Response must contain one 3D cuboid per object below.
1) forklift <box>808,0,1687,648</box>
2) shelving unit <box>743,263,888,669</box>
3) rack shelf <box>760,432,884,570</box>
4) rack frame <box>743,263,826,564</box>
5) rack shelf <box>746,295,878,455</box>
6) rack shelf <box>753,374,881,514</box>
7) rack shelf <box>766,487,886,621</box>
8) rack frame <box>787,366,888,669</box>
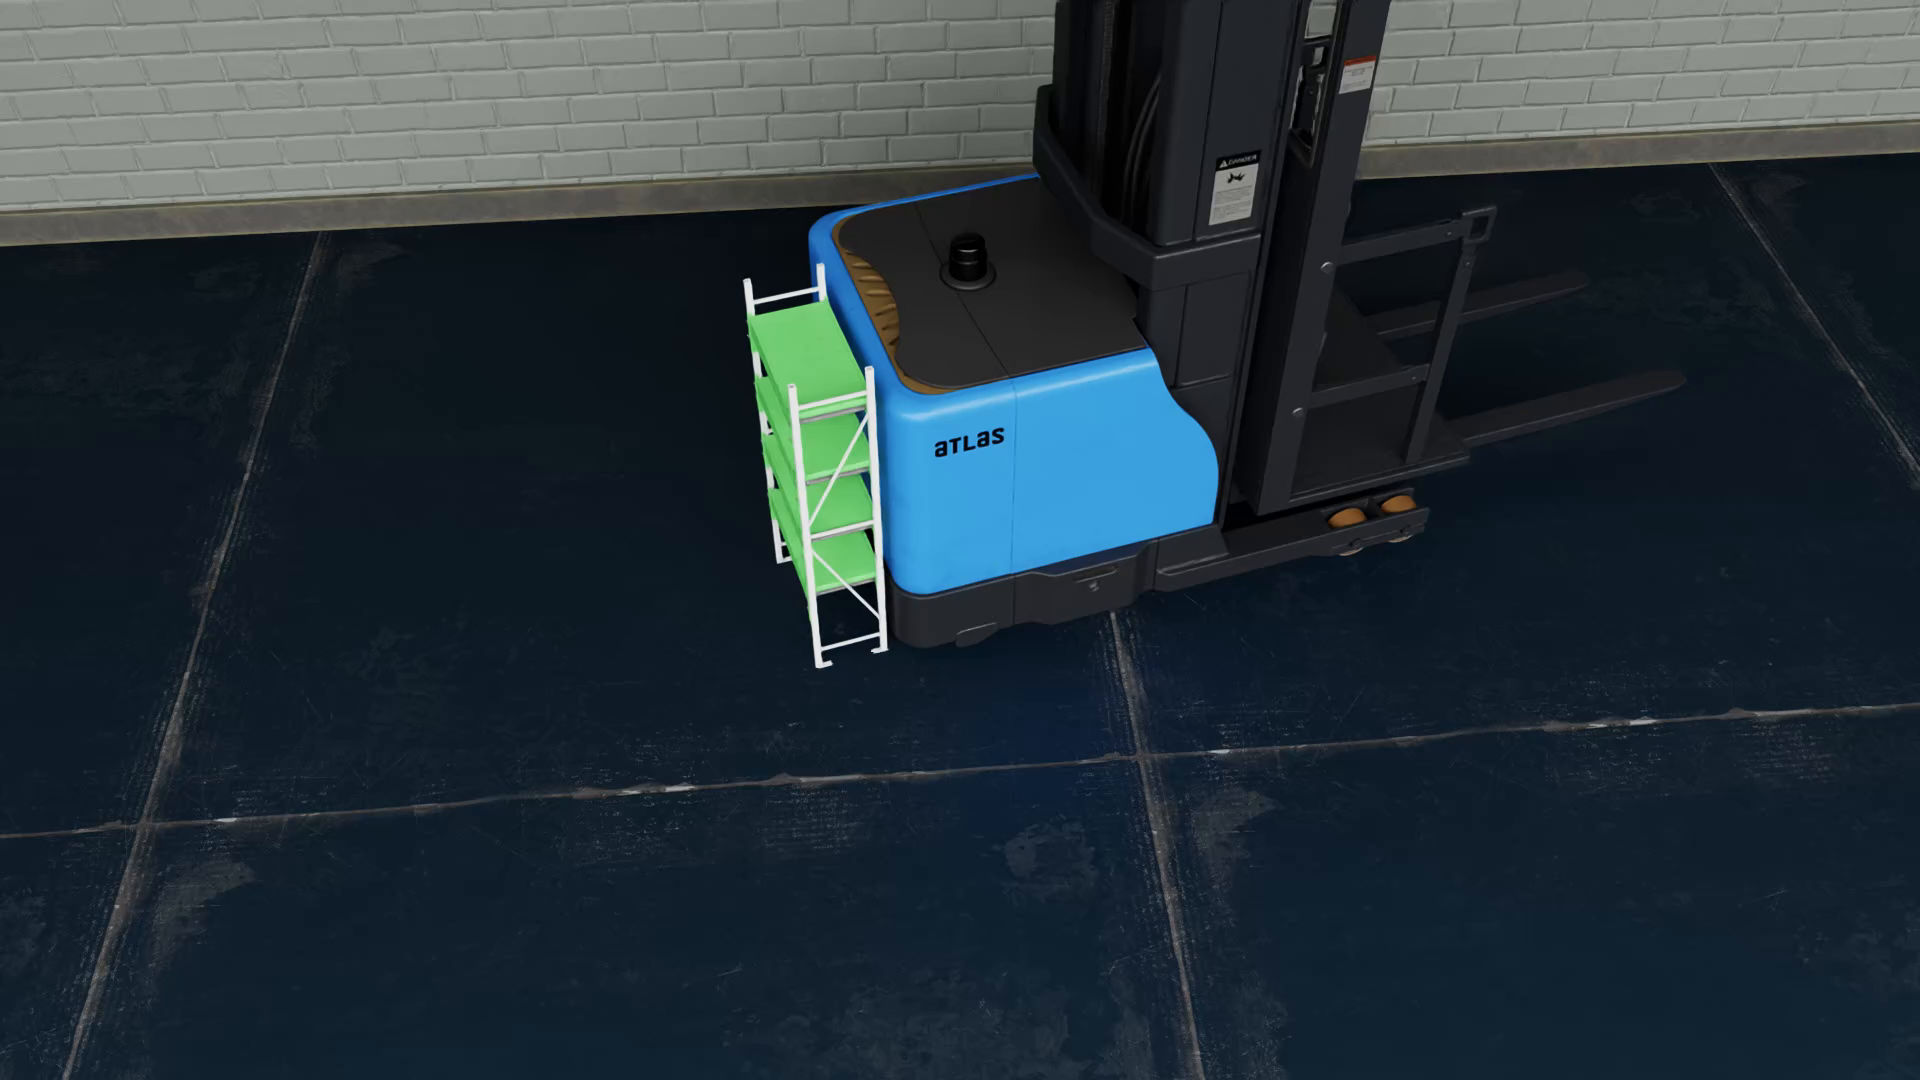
[{"bbox_3d":[1.081,-1.306,4.968,3.031,2.935,1.130,-14,48,-13],"label":"forklift"},{"bbox_3d":[-0.431,-0.198,5.111,0.258,1.200,0.503,-14,48,-13],"label":"shelving unit"},{"bbox_3d":[-0.431,-0.154,5.157,0.258,0.148,0.480,-14,48,-13],"label":"rack shelf"},{"bbox_3d":[-0.512,-0.365,5.269,0.240,1.200,0.015,-14,48,-13],"label":"rack frame"},{"bbox_3d":[-0.431,-0.484,4.809,0.258,0.148,0.480,-14,48,-13],"label":"rack shelf"},{"bbox_3d":[-0.431,-0.319,4.983,0.258,0.148,0.480,-14,48,-13],"label":"rack shelf"},{"bbox_3d":[-0.431,0.011,5.331,0.258,0.148,0.480,-14,48,-13],"label":"rack shelf"},{"bbox_3d":[-0.351,-0.030,4.952,0.240,1.200,0.015,-14,48,-13],"label":"rack frame"}]
